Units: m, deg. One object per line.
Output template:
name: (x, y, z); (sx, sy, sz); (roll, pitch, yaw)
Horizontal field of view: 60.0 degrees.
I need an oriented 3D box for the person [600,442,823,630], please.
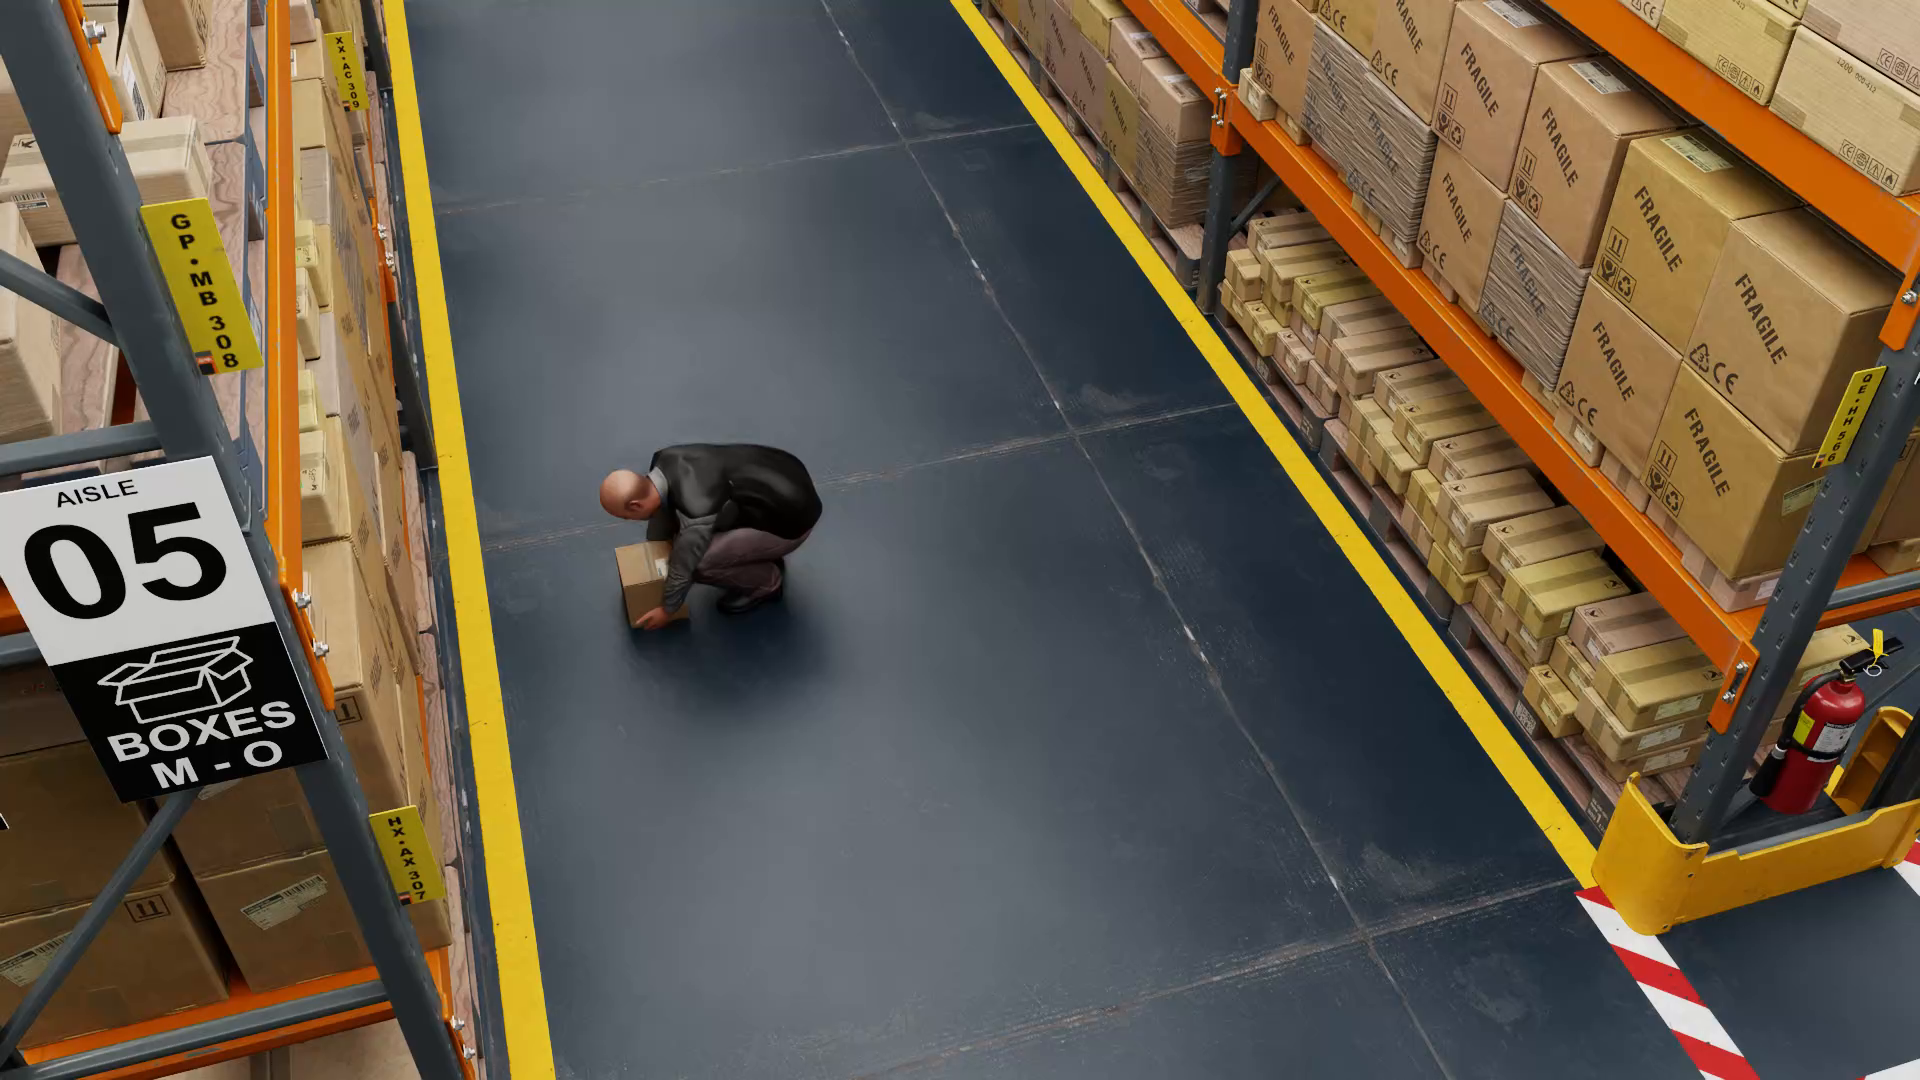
person: (-1.029, -0.055, 6.988); (0.893, 0.835, 0.526); (-12, 43, -13)
